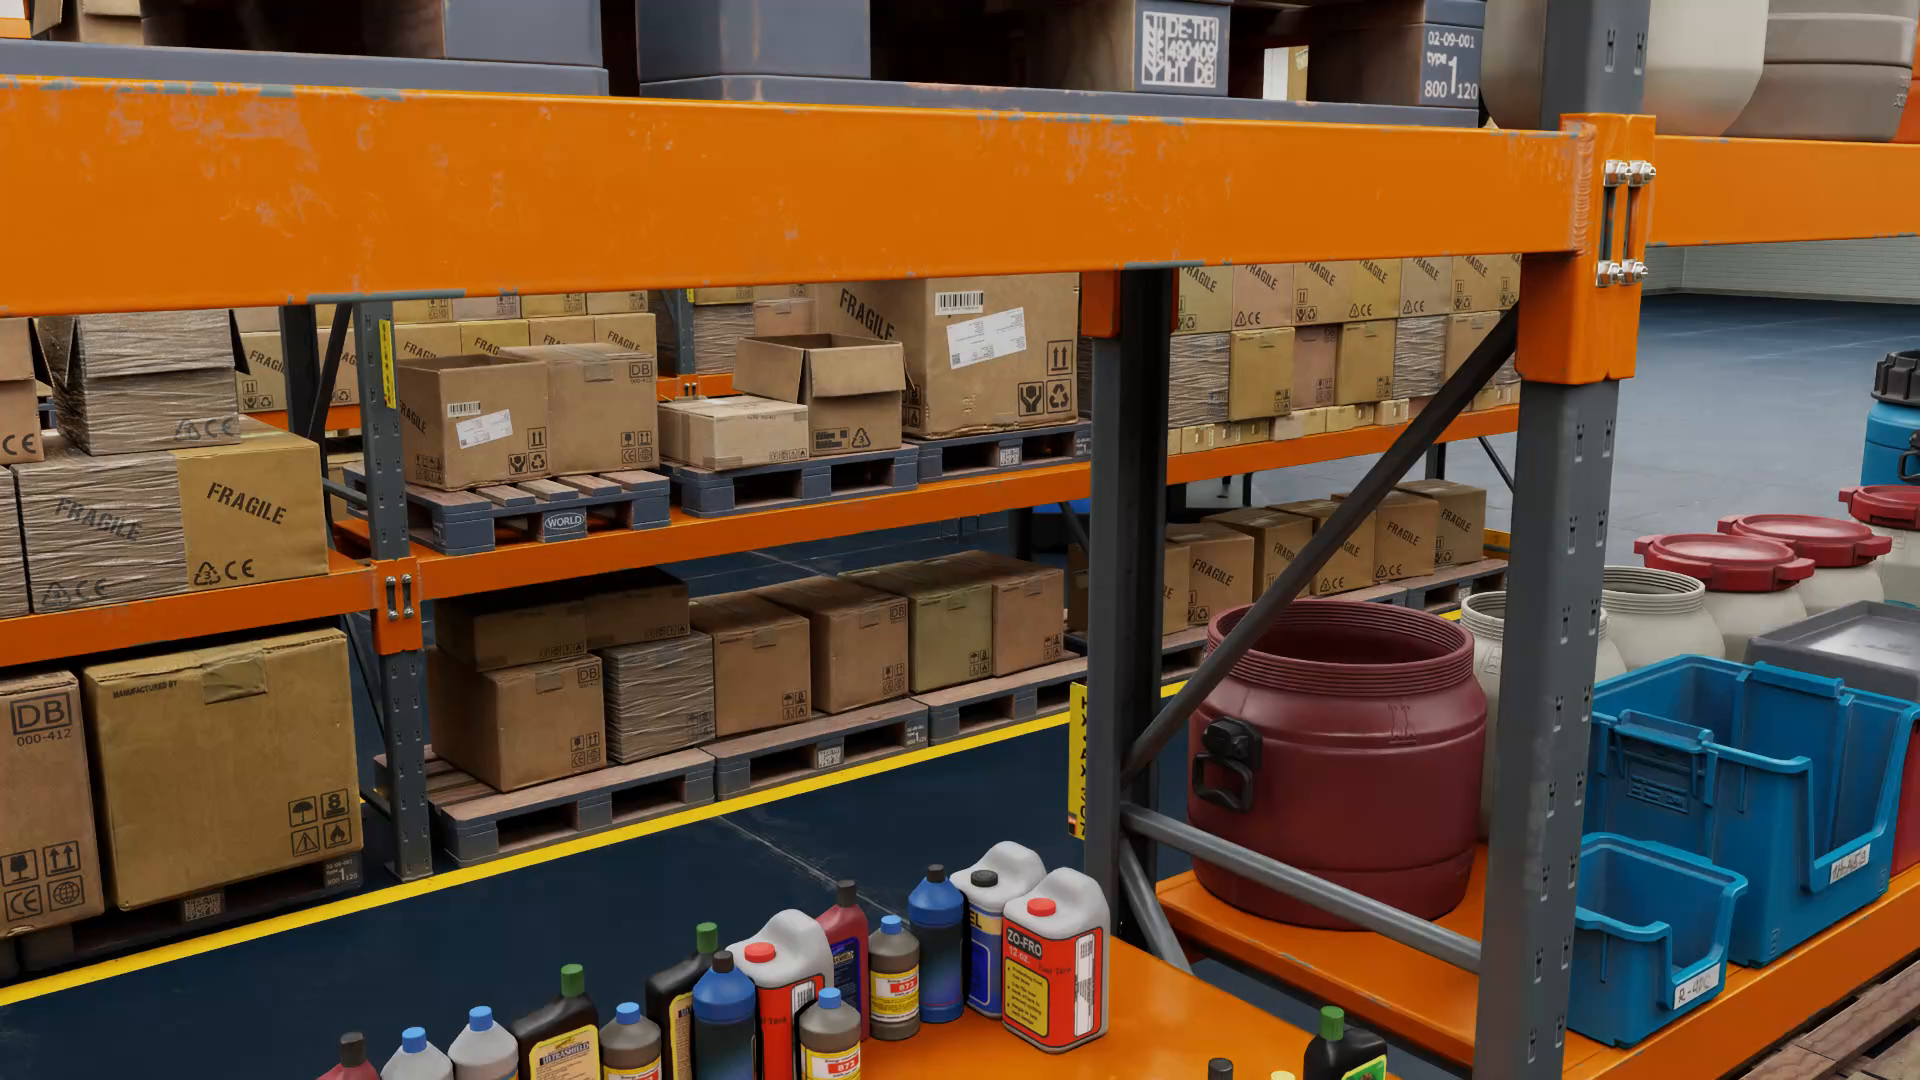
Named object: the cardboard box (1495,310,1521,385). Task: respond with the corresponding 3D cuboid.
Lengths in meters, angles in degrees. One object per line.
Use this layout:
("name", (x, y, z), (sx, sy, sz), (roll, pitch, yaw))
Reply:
("cardboard box", (3.312, -1.345, 11.286), (0.500, 0.500, 0.875), (-9, 15, -38))

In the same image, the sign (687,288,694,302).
("sign", (-2.038, -1.957, 12.528), (0.005, 0.325, 0.100), (-9, 15, -38))

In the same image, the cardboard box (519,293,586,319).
("cardboard box", (-3.169, -1.922, 12.311), (0.500, 0.500, 0.700), (-10, 15, -39))

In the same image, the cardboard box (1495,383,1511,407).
("cardboard box", (3.469, -0.992, 11.185), (0.250, 0.149, 0.380), (-9, 15, -38))

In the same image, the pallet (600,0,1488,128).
("pallet", (-0.053, -0.668, 2.286), (1.213, 0.211, 1.003), (-9, 15, -38))

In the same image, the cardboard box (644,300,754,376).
("cardboard box", (-2.104, -1.640, 13.268), (0.550, 0.550, 0.875), (-9, 15, -38))

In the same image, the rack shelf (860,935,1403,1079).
("rack shelf", (-0.956, 1.235, 1.823), (4.000, 0.370, 1.077), (-9, 15, -38))

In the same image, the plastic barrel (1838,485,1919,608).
("plastic barrel", (2.845, 0.127, 4.984), (0.433, 0.535, 0.433), (0, 12, 0))

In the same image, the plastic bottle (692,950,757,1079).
("plastic bottle", (-0.365, 0.771, 2.587), (0.097, 0.271, 0.097), (0, 12, 0))

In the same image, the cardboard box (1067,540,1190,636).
("cardboard box", (0.972, 0.273, 9.628), (0.500, 0.500, 0.500), (-10, 16, -39))

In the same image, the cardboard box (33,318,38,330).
("cardboard box", (-5.604, -1.233, 9.875), (0.250, 0.149, 0.380), (-10, 16, -40))

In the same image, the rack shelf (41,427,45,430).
("rack shelf", (-7.070, -0.386, 9.457), (4.000, 0.370, 1.077), (-9, 15, -38))

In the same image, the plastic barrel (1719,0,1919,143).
("plastic barrel", (1.383, -1.160, 2.943), (0.600, 0.901, 0.600), (0, 12, 0))

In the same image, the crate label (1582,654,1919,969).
("crate label", (1.550, 0.521, 3.368), (0.616, 0.435, 0.502), (-9, 15, -38))

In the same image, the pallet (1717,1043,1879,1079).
("pallet", (2.187, 1.736, 4.446), (1.213, 0.211, 1.003), (-9, 15, -38))

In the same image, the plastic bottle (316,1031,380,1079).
("plastic bottle", (-0.865, 0.827, 2.294), (0.133, 0.283, 0.061), (-9, 15, -38))

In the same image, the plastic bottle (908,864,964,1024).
("plastic bottle", (-0.042, 0.701, 2.917), (0.097, 0.271, 0.097), (0, 12, 0))

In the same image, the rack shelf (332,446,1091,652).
("rack shelf", (-0.927, -0.087, 8.051), (4.000, 0.370, 1.077), (-9, 15, -38))

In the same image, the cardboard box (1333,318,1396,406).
("cardboard box", (2.181, -1.140, 10.320), (0.500, 0.500, 0.875), (-9, 15, -38))

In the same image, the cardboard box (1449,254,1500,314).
("cardboard box", (3.096, -1.724, 10.663), (0.500, 0.500, 0.500), (-9, 15, -38))

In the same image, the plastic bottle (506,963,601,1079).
("plastic bottle", (-0.609, 0.784, 2.495), (0.133, 0.283, 0.061), (-9, 15, -38))

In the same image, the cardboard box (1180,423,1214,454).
("cardboard box", (1.194, -0.585, 9.269), (0.250, 0.149, 0.380), (-9, 15, -38))

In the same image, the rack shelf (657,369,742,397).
("rack shelf", (-0.823, -1.424, 14.346), (4.000, 0.370, 1.077), (-9, 15, -38))

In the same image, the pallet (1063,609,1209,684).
("pallet", (1.137, 0.572, 9.925), (1.213, 0.211, 1.003), (-9, 15, -38))

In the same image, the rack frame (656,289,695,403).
("rack frame", (-2.385, -1.516, 13.049), (0.127, 3.000, 1.000), (-9, 15, -38))

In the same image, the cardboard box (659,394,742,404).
("cardboard box", (-1.850, -0.753, 13.557), (0.875, 0.875, 0.875), (-9, 15, -37))

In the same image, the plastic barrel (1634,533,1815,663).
("plastic barrel", (1.934, 0.278, 4.271), (0.433, 0.535, 0.433), (0, 12, 0))

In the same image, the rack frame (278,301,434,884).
("rack frame", (-2.488, -0.180, 6.754), (0.127, 3.000, 1.000), (-9, 15, -38))

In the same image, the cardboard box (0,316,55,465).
("cardboard box", (-3.580, -0.543, 5.809), (0.637, 0.503, 0.797), (-9, 15, -36))

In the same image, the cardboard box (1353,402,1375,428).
("cardboard box", (2.321, -0.792, 10.240), (0.250, 0.149, 0.380), (-9, 15, -38))

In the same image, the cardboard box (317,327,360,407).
("cardboard box", (-4.200, -1.193, 11.283), (0.500, 0.500, 0.500), (-9, 15, -38))

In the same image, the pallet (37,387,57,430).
("pallet", (-5.998, -0.794, 10.107), (1.003, 0.211, 1.213), (-9, 15, -38))

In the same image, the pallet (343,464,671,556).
("pallet", (-1.999, -0.196, 7.291), (1.003, 0.211, 1.213), (-9, 15, -38))

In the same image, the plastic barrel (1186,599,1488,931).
("plastic barrel", (0.779, 0.448, 3.472), (0.708, 0.536, 0.600), (-9, 15, -38))

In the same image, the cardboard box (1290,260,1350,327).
("cardboard box", (1.925, -1.529, 9.746), (0.500, 0.500, 0.500), (-9, 15, -38))

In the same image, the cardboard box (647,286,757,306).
("cardboard box", (-2.075, -2.160, 13.120), (0.550, 0.550, 0.875), (-9, 15, -38))

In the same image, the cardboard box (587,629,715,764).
("cardboard box", (-1.553, 0.663, 7.741), (0.500, 0.500, 0.700), (-11, 16, -42))

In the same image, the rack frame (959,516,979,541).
("rack frame", (0.073, -0.452, 13.092), (0.006, 0.900, 0.240), (-9, 15, -38))

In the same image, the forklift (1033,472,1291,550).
("forklift", (1.905, -1.439, 12.847), (3.031, 2.935, 1.130), (0, 12, 0))

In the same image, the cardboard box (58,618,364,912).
("cardboard box", (-3.040, 0.740, 6.525), (0.875, 0.875, 1.225), (-10, 16, -40))

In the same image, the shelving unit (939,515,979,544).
("shelving unit", (-0.006, -0.439, 13.030), (0.210, 0.900, 0.258), (-9, 15, -38))

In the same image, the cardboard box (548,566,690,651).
("cardboard box", (-1.576, 0.299, 7.654), (0.500, 0.250, 0.500), (-7, 14, -31))

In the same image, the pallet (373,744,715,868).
("pallet", (-1.877, 1.083, 7.520), (1.213, 0.211, 1.003), (-9, 15, -38))

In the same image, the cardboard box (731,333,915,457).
("cardboard box", (-0.661, -0.715, 8.014), (0.637, 0.503, 0.797), (-8, 14, -32))

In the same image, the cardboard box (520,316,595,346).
("cardboard box", (-3.020, -1.389, 12.206), (0.500, 0.500, 0.500), (-10, 15, -38))

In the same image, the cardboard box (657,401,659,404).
("cardboard box", (-3.305, -1.471, 18.444), (0.500, 0.250, 0.500), (-9, 15, -37))

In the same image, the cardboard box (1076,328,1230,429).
("cardboard box", (1.025, -0.942, 9.385), (0.500, 0.500, 0.875), (-9, 15, -38))

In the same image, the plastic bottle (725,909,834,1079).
("plastic bottle", (-0.295, 0.748, 2.683), (0.135, 0.276, 0.152), (-9, 15, -38))

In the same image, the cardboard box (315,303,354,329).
("cardboard box", (-4.358, -1.725, 11.382), (0.500, 0.500, 0.700), (-10, 15, -39))

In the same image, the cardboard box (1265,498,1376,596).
("cardboard box", (2.314, 0.039, 10.730), (0.500, 0.500, 0.500), (-8, 14, -32))

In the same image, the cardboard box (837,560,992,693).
("cardboard box", (-0.242, 0.444, 8.776), (0.500, 0.500, 0.700), (-10, 15, -38))

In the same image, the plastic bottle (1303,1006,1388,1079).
("plastic bottle", (0.556, 0.802, 2.410), (0.133, 0.283, 0.061), (-9, 15, -38))

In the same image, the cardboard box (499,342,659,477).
("cardboard box", (-1.718, -0.599, 7.478), (0.500, 0.500, 0.700), (-7, 14, -29))

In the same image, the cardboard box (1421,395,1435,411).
("cardboard box", (2.880, -0.896, 10.730), (0.250, 0.149, 0.380), (-9, 15, -38))

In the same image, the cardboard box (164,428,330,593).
("cardboard box", (-2.719, -0.125, 6.253), (0.500, 0.500, 0.500), (-9, 15, -36))

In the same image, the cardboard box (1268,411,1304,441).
("cardboard box", (1.782, -0.682, 9.724), (0.250, 0.149, 0.380), (-9, 15, -38))
